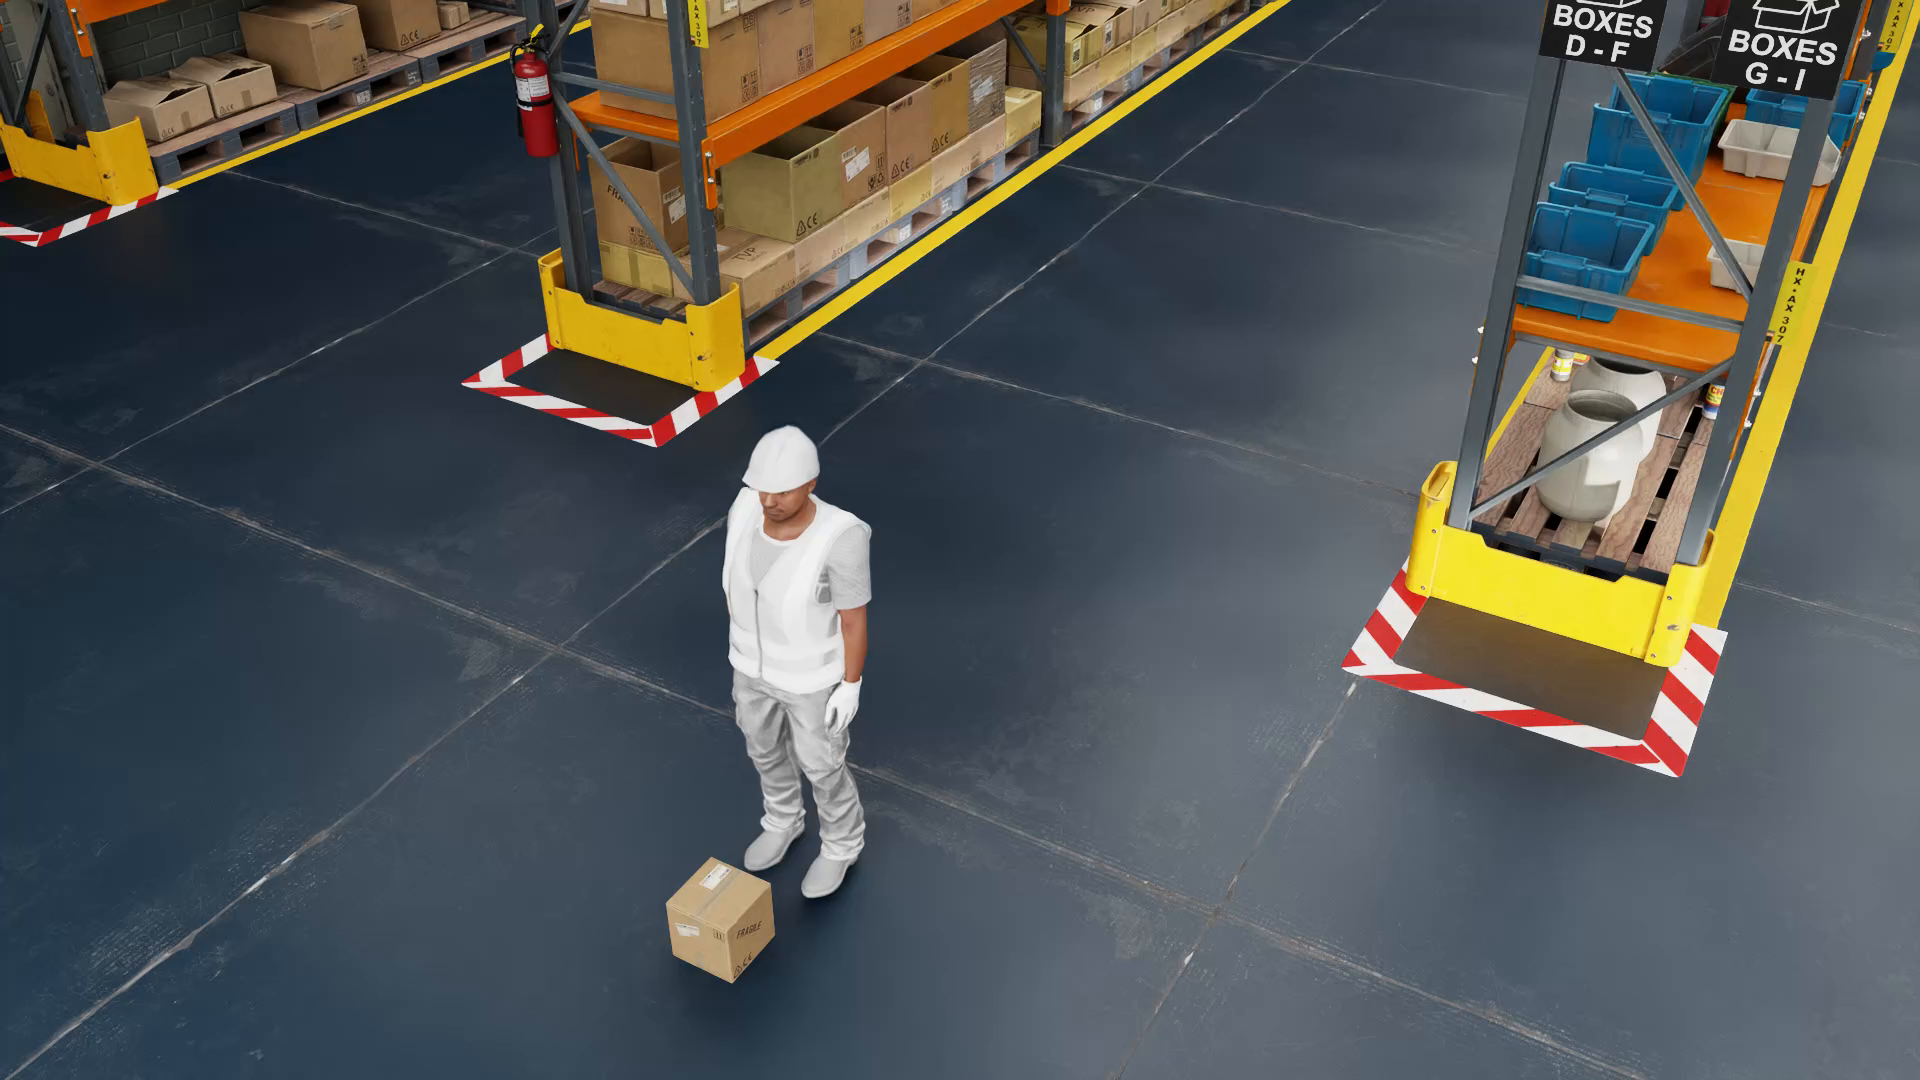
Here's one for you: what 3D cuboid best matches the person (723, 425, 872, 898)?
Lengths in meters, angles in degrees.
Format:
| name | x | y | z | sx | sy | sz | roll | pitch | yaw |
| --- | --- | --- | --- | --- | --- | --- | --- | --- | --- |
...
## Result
| name | x | y | z | sx | sy | sz | roll | pitch | yaw |
| --- | --- | --- | --- | --- | --- | --- | --- | --- | --- |
| person | -0.543 | 0.415 | 5.509 | 0.546 | 1.782 | 0.355 | 19 | 38 | 26 |
